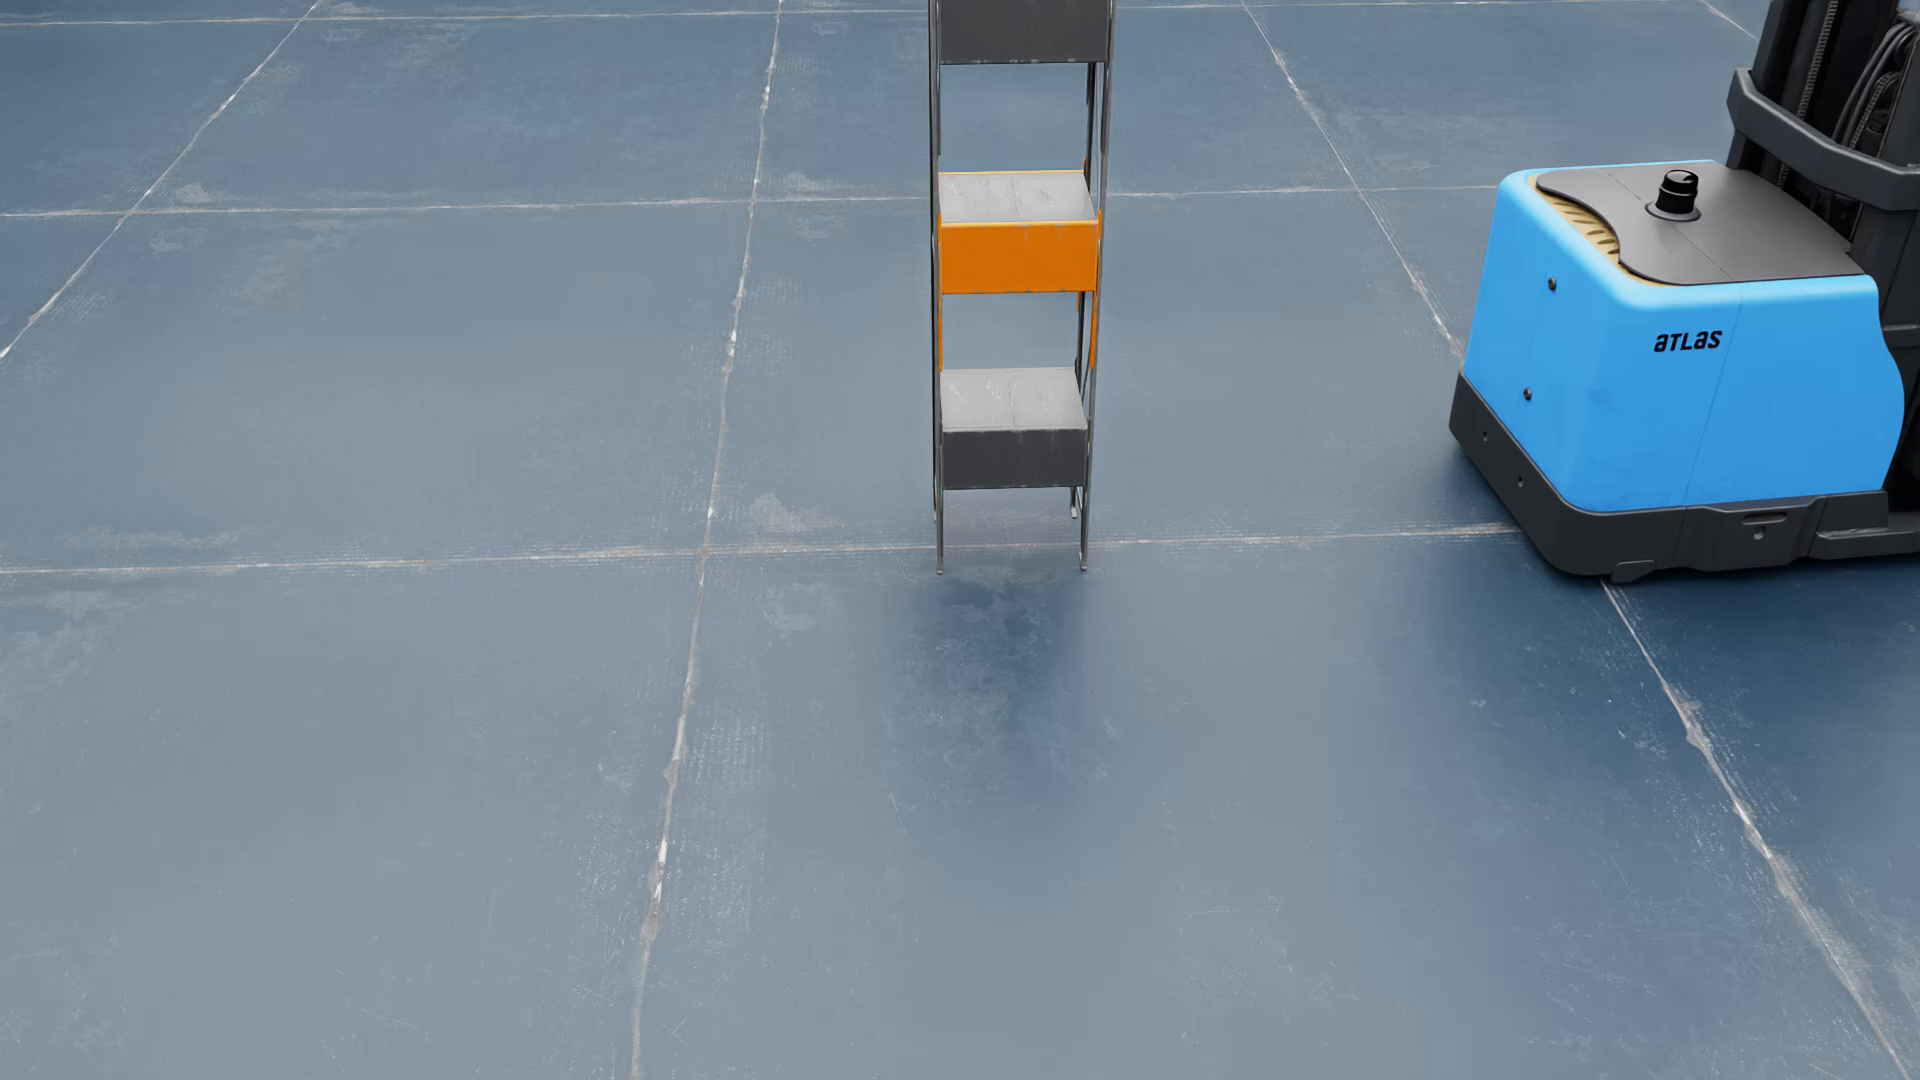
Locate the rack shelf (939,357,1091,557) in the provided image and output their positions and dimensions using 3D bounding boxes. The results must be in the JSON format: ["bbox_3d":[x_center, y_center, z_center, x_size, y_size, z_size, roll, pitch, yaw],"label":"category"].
[{"bbox_3d":[0.165,-0.281,5.565,0.480,0.518,0.431,-2,35,-2],"label":"rack shelf"}]

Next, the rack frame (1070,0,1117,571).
[{"bbox_3d":[0.409,-0.874,5.168,0.015,2.100,0.400,-2,35,-2],"label":"rack frame"}]

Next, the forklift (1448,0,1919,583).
[{"bbox_3d":[3.389,-1.437,5.251,3.031,2.935,1.130,-5,35,-7],"label":"forklift"}]

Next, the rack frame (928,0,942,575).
[{"bbox_3d":[-0.078,-0.861,5.149,0.015,2.100,0.400,-2,35,-2],"label":"rack frame"}]

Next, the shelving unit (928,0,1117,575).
[{"bbox_3d":[0.165,-0.868,5.159,0.503,2.100,0.431,-2,35,-2],"label":"shelving unit"}]

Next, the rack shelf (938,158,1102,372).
[{"bbox_3d":[0.165,-0.857,5.167,0.480,0.518,0.431,-2,35,-2],"label":"rack shelf"}]

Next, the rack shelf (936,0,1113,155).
[{"bbox_3d":[0.165,-1.432,4.768,0.480,0.518,0.431,-2,35,-2],"label":"rack shelf"}]
